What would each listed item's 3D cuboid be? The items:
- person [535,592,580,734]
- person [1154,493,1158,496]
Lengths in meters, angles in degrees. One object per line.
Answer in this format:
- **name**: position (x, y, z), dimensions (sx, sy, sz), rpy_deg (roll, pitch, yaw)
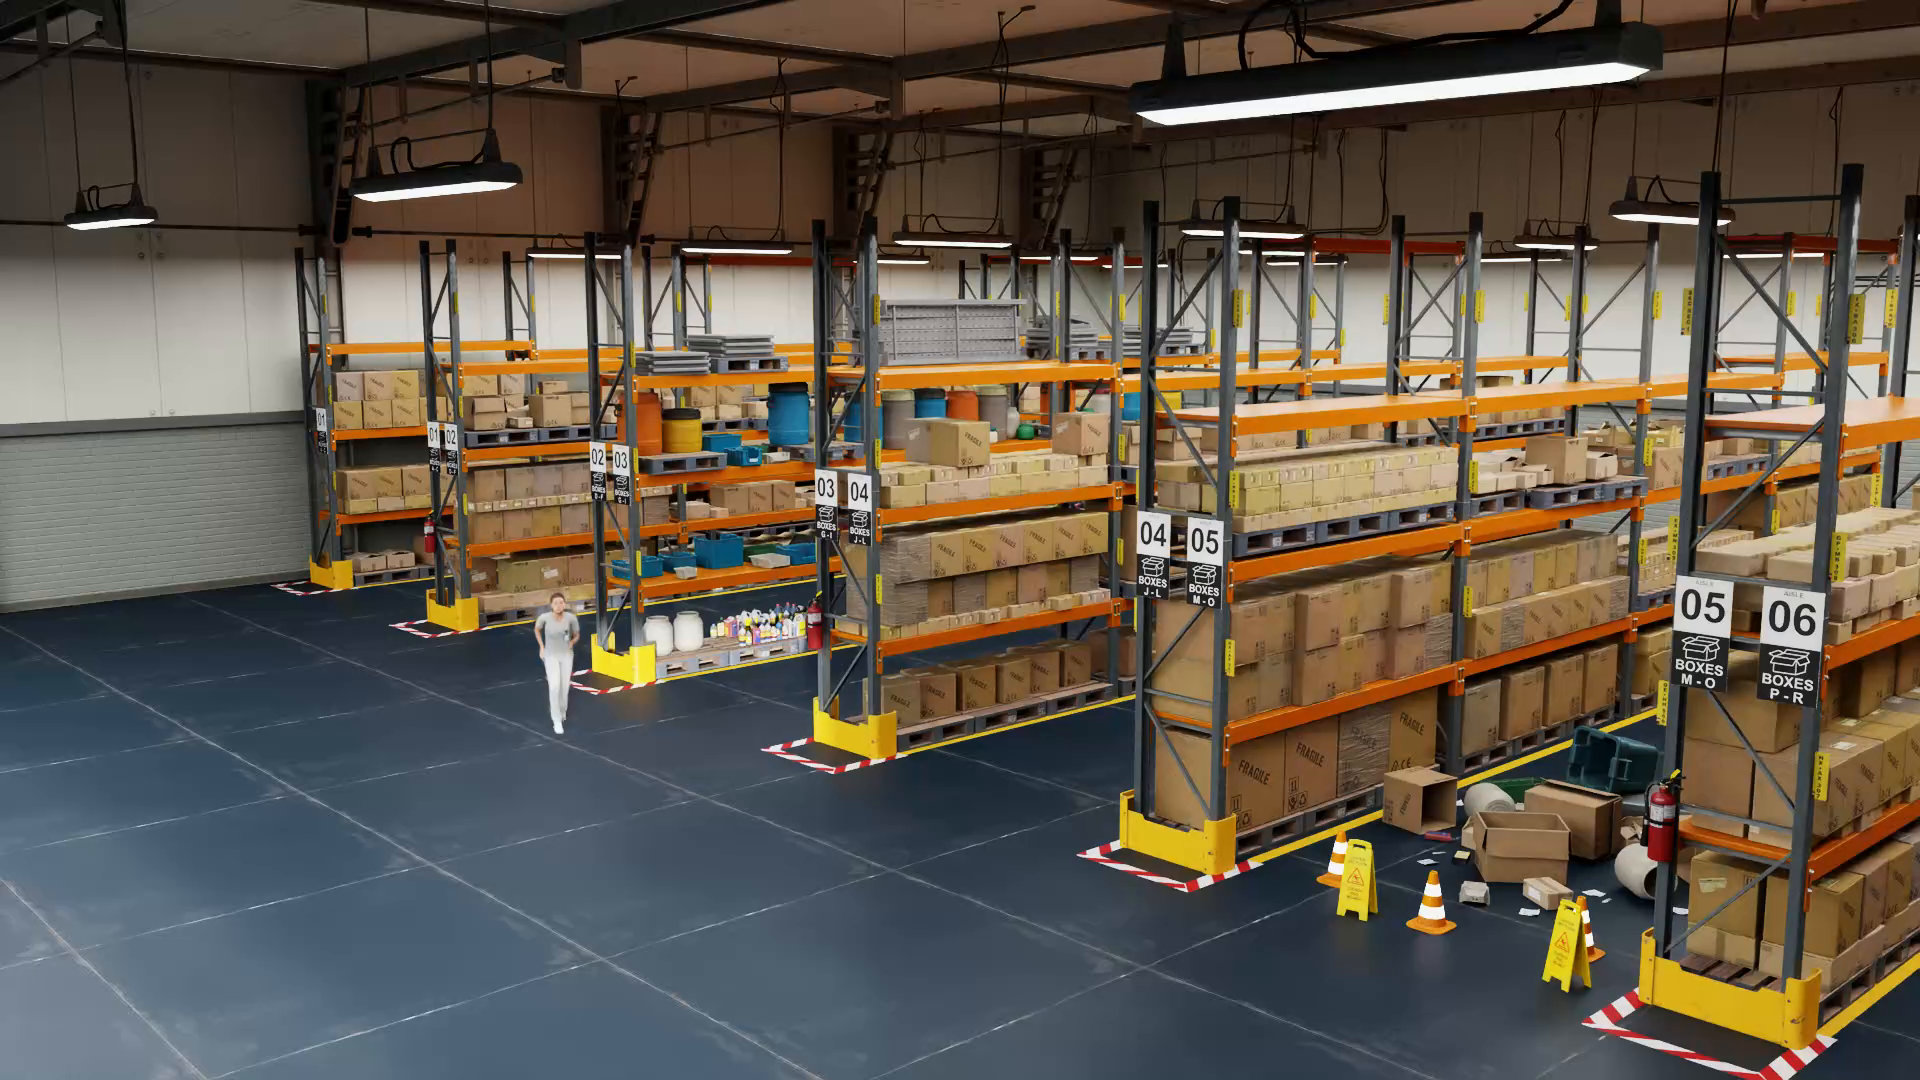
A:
- **person**: position (-4.808, 1.455, 19.935), dimensions (0.499, 1.710, 0.841), rpy_deg (-4, 9, -23)
- **person**: position (3.064, 0.158, 26.168), dimensions (0.924, 1.820, 0.651), rpy_deg (-8, 12, -44)
